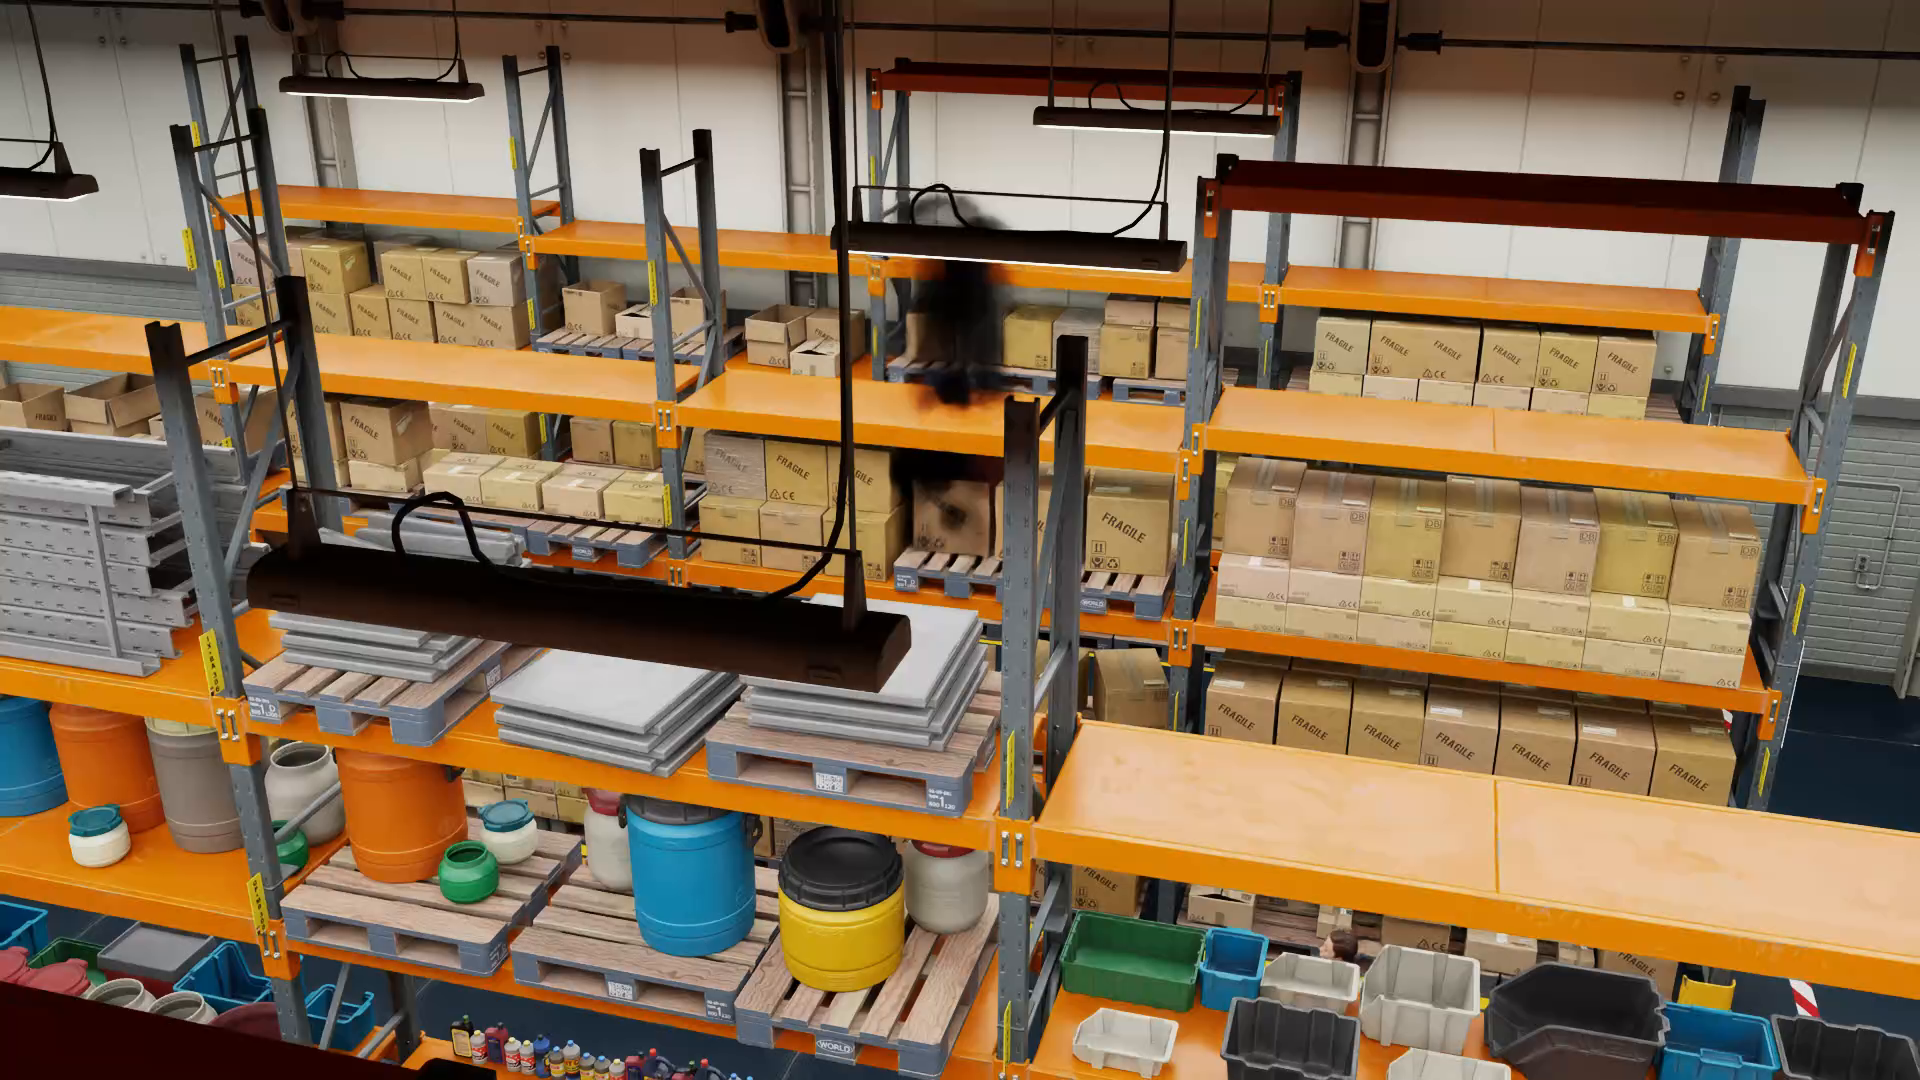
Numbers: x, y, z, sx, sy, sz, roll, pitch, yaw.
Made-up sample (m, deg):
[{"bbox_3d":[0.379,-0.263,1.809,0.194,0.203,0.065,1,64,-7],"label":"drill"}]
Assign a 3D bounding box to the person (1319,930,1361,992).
[{"bbox_3d":[2.381,3.228,10.751,0.950,1.655,0.571,3,23,7],"label":"person"}]
